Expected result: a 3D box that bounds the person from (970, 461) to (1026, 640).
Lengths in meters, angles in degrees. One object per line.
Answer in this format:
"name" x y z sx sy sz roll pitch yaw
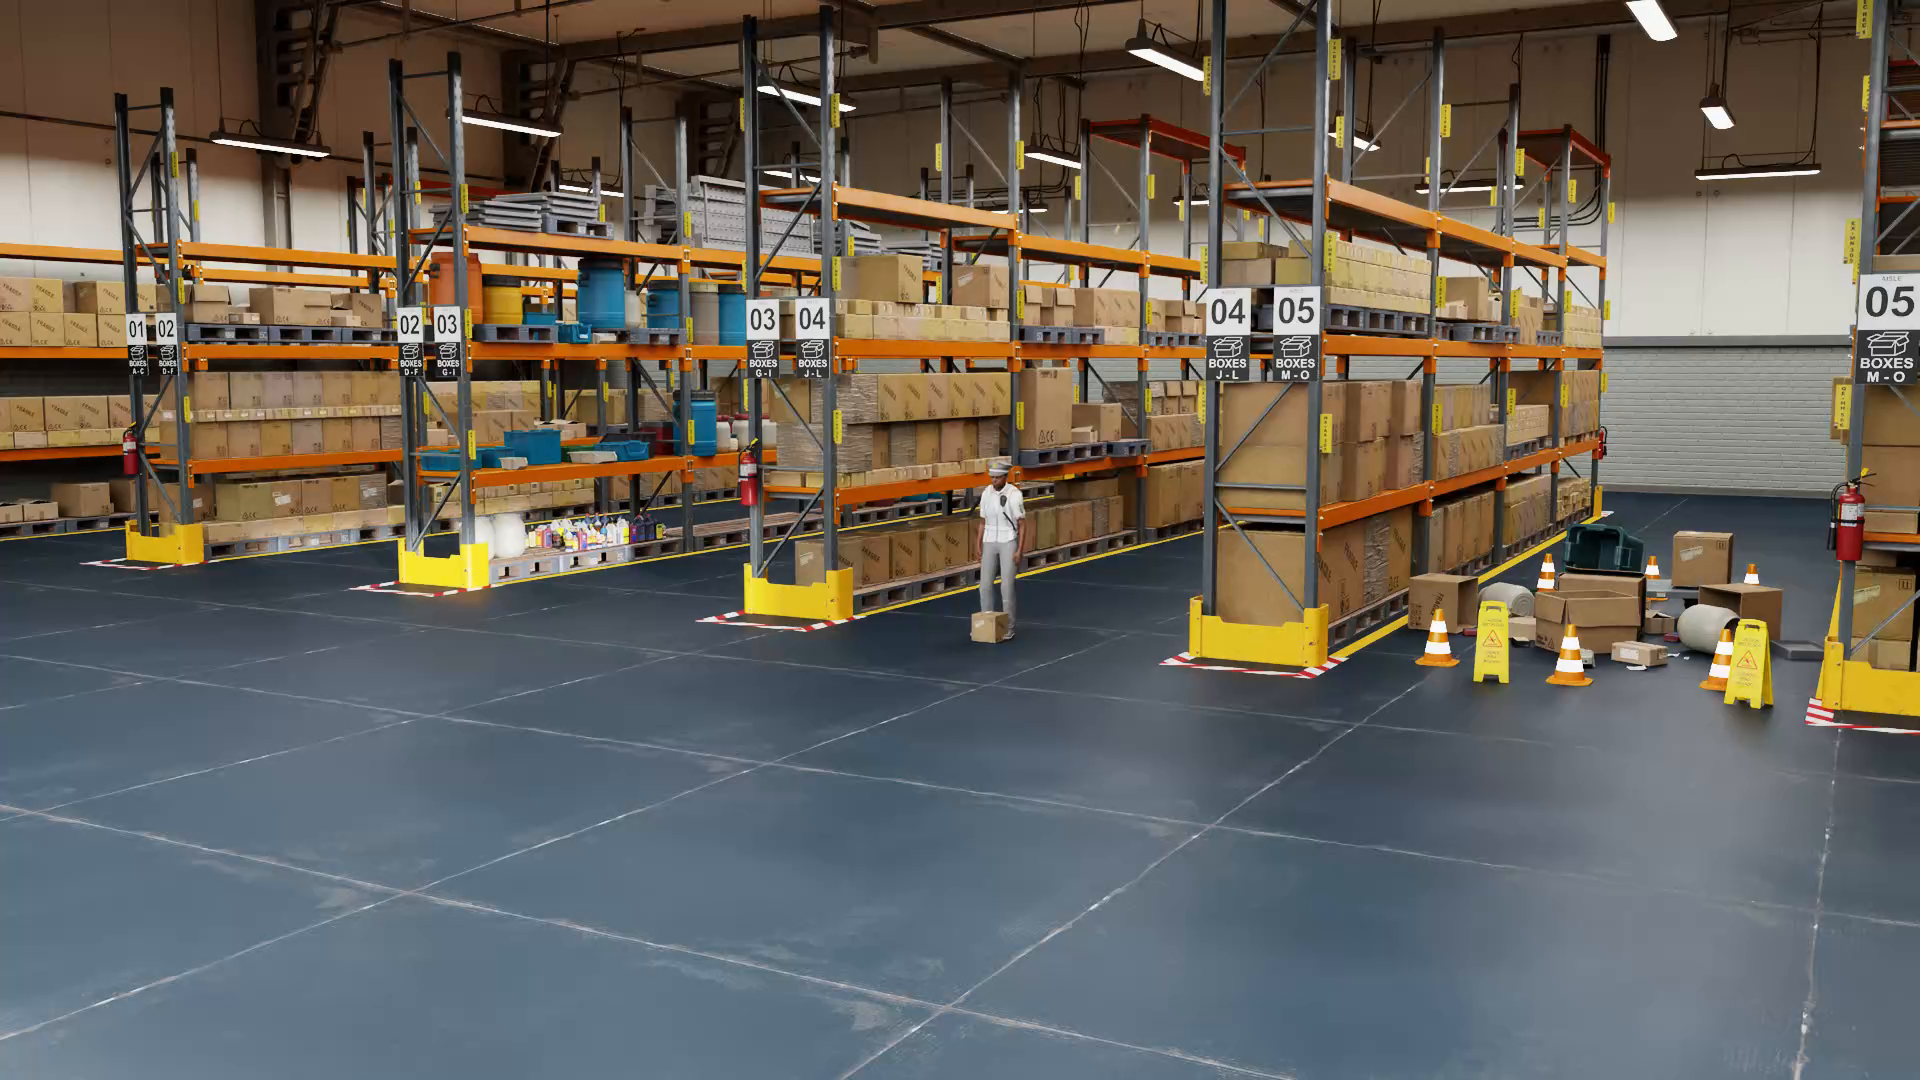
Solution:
"person" 0.371 0.085 15.572 0.505 1.658 0.415 3 7 29
